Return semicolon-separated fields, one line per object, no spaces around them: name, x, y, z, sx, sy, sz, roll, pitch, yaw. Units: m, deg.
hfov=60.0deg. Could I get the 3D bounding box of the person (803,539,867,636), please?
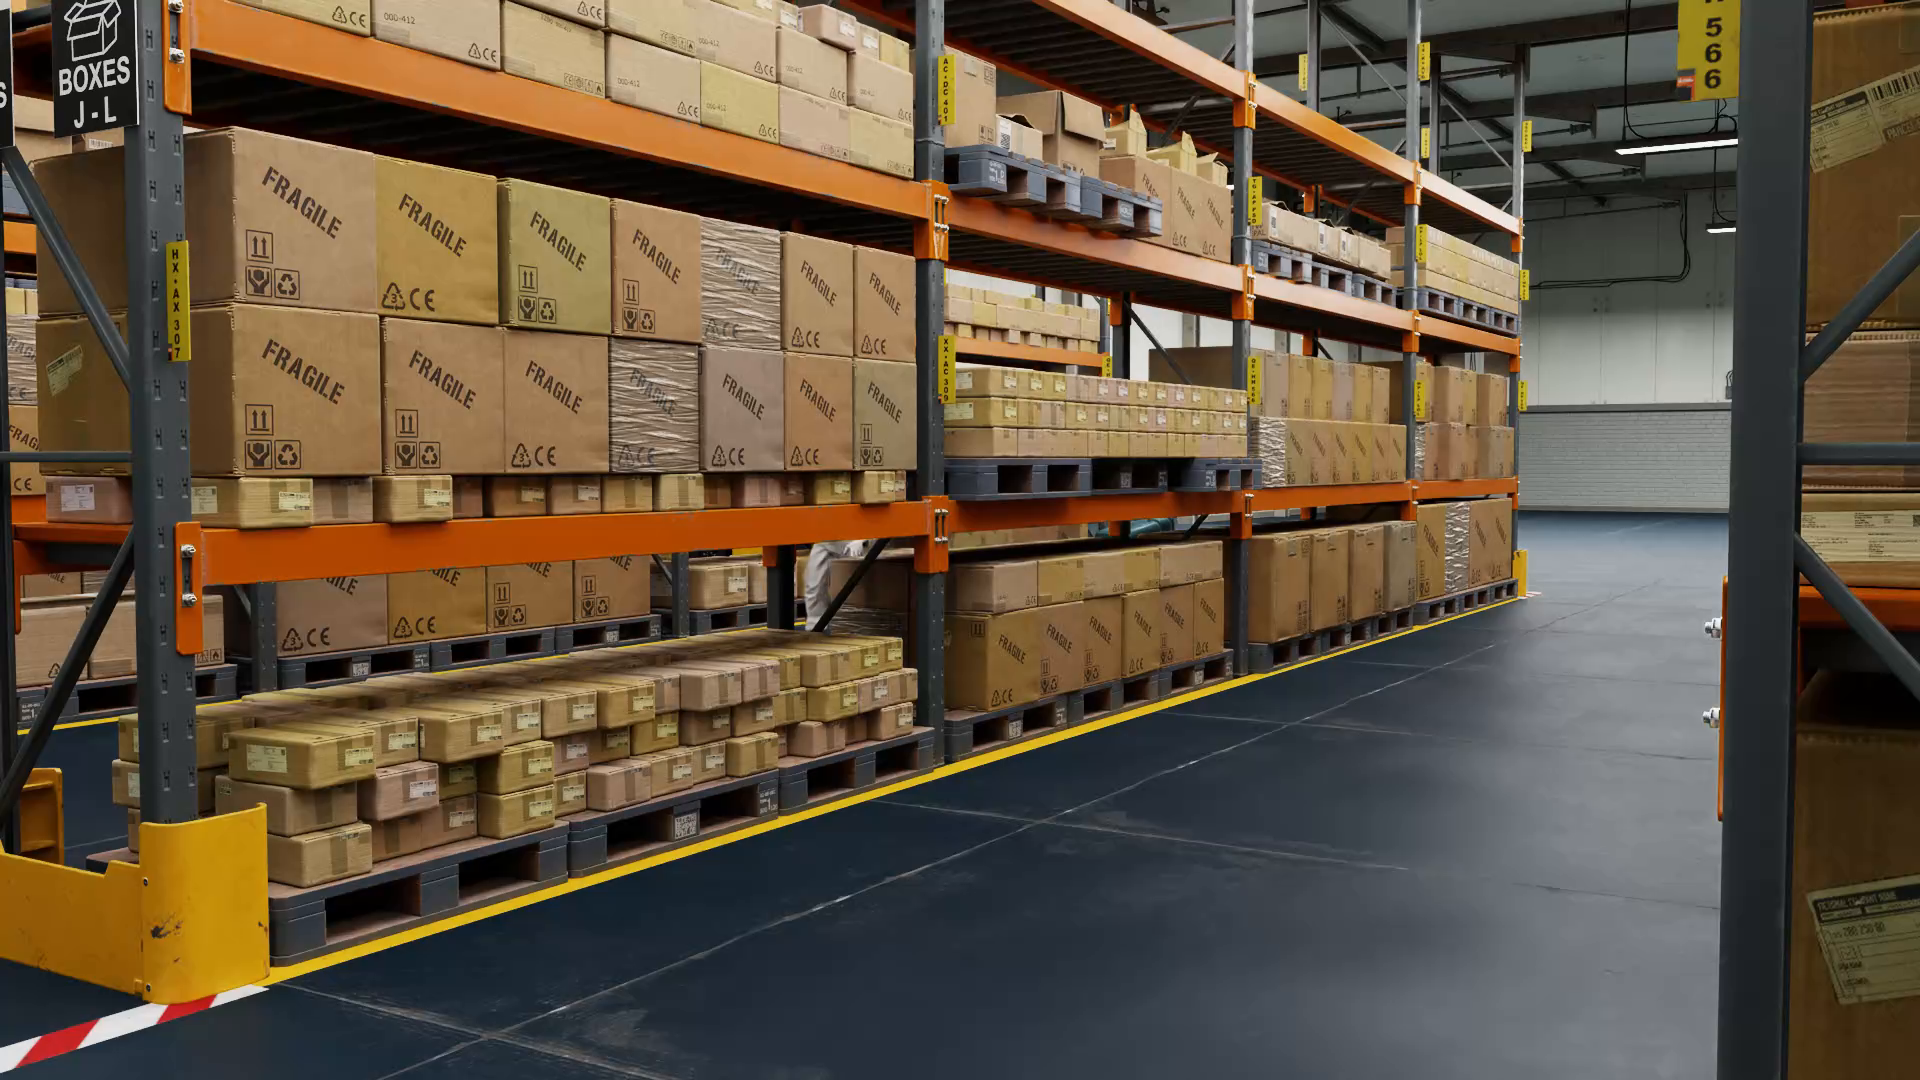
person;-0.834;0.026;11.971;0.572;1.756;0.965;2;4;41
